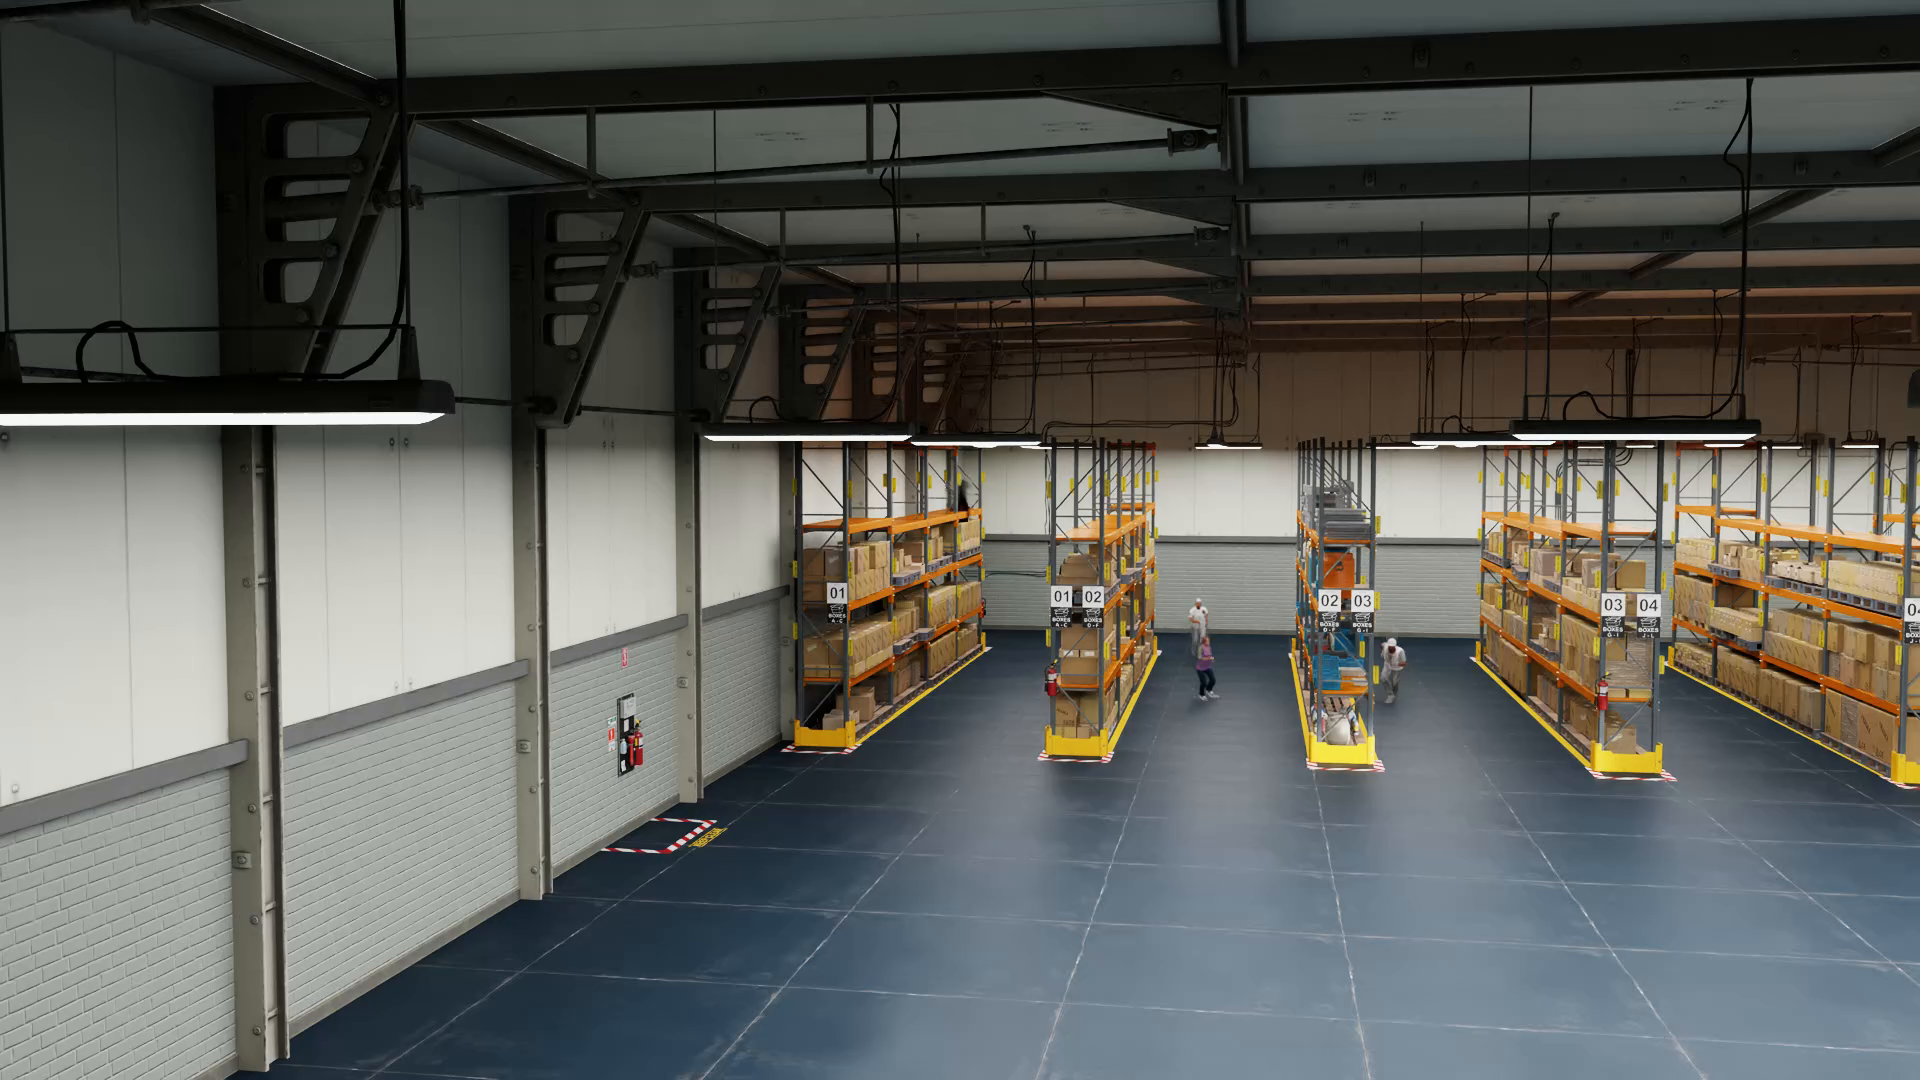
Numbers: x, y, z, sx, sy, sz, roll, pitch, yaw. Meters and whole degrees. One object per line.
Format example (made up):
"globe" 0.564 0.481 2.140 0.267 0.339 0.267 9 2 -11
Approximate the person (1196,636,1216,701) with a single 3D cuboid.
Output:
"person" 5.665 2.961 38.137 0.577 1.520 0.762 -1 3 -21

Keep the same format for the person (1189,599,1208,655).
"person" 6.665 2.452 46.377 0.572 1.641 0.770 0 3 1

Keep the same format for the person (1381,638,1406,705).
"person" 9.882 2.959 37.907 0.674 1.535 1.187 1 3 26

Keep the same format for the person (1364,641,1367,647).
"person" 11.623 2.311 48.899 0.685 1.605 1.095 -3 4 -42
